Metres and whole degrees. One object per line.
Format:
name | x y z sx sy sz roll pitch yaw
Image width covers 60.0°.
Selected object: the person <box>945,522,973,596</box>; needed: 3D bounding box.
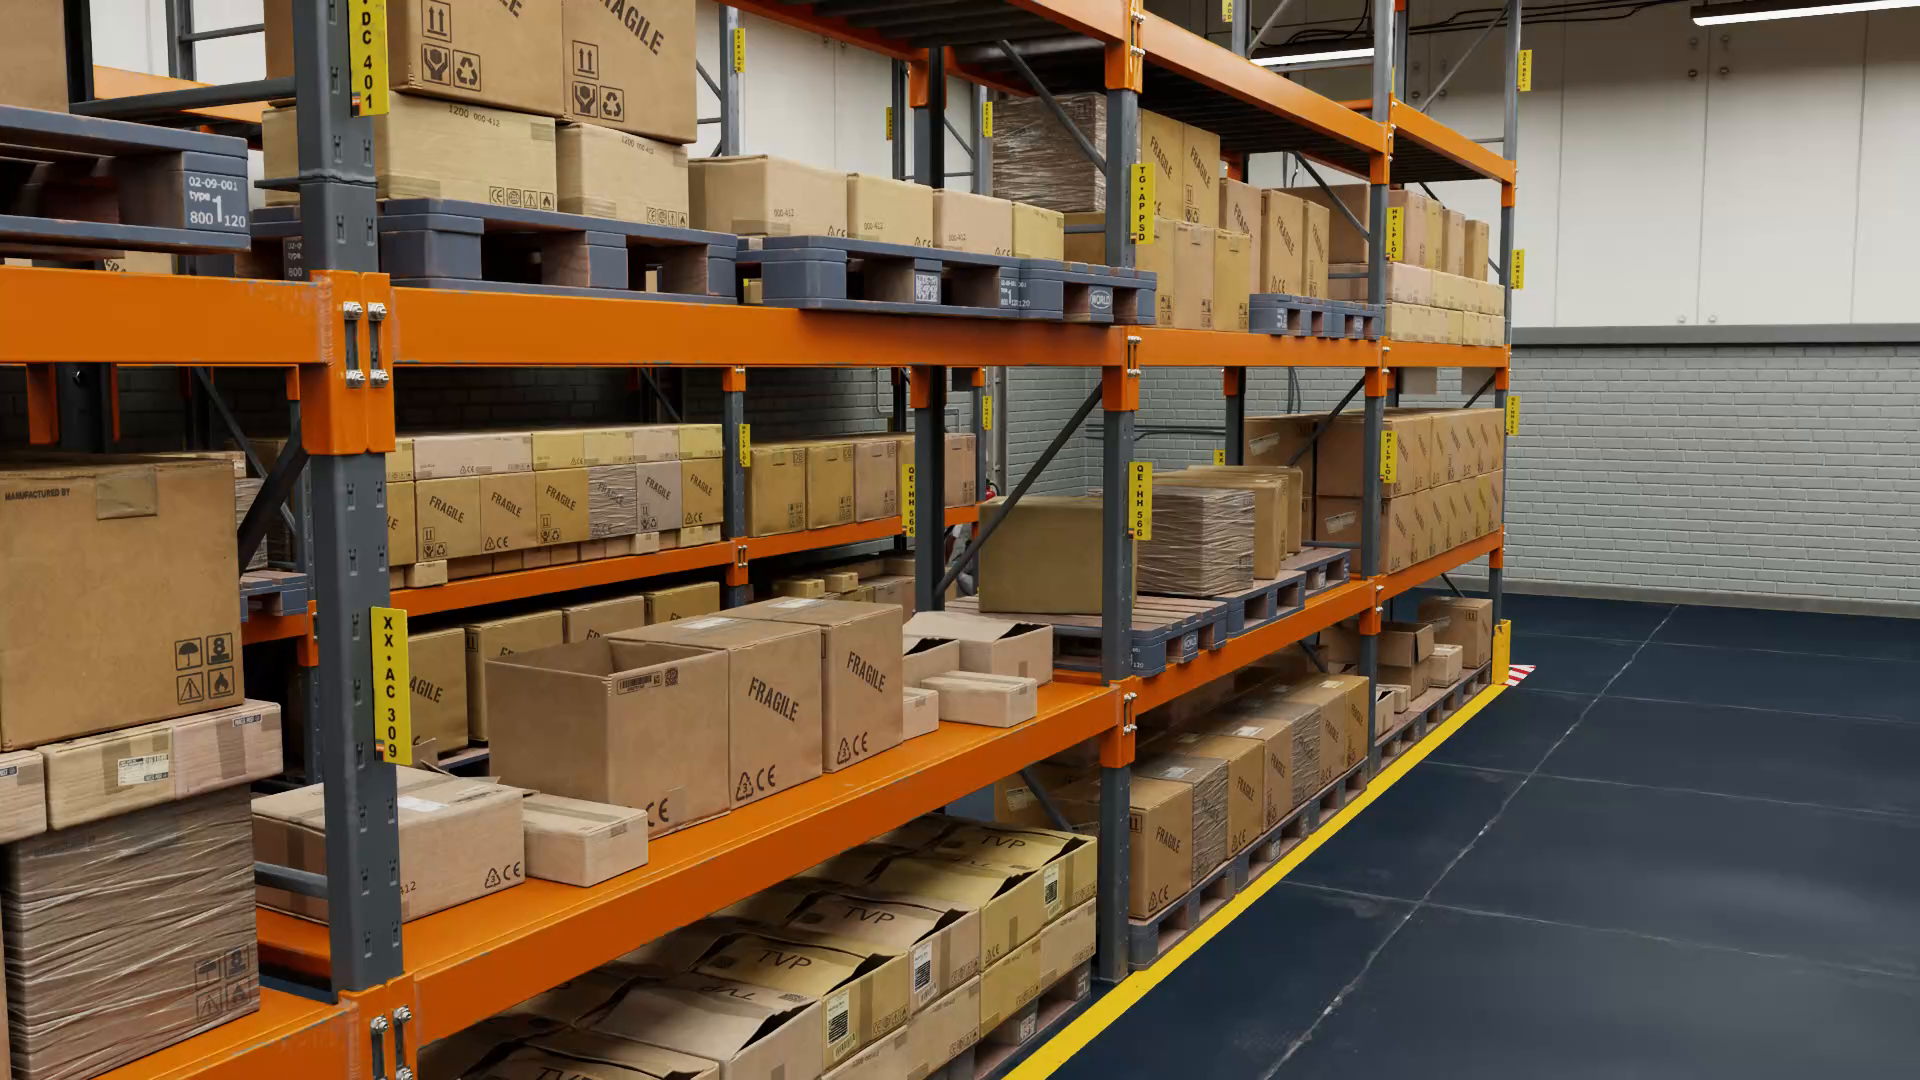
person | 0.115 0.111 18.165 0.805 1.313 0.629 3 7 29
